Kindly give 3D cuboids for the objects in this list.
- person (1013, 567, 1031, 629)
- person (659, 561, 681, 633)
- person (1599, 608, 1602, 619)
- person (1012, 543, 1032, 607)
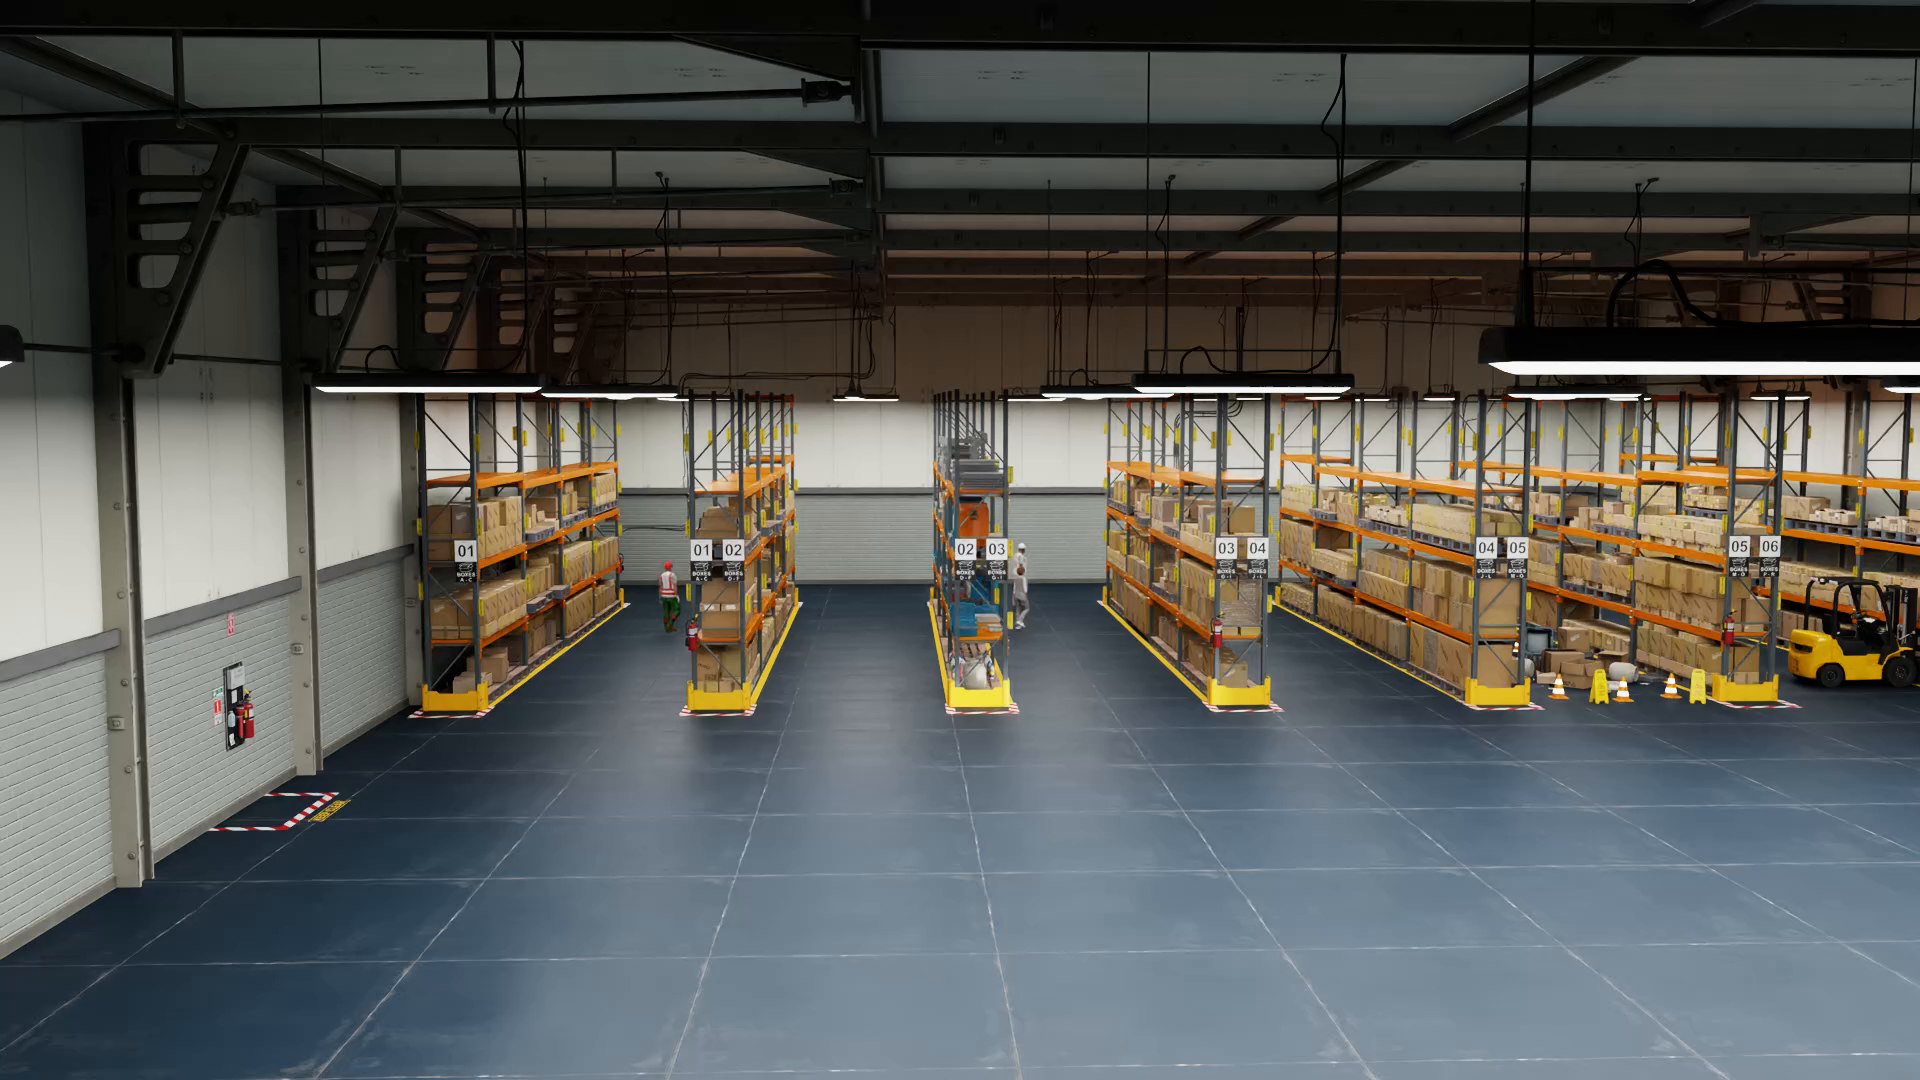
[{"bbox_3d":[1.521,1.472,42.237,0.435,1.600,0.430,4,6,43],"label":"person"},{"bbox_3d":[-7.302,1.439,41.650,0.588,1.792,0.493,2,5,27],"label":"person"},{"bbox_3d":[16.415,1.383,43.157,0.537,1.660,0.449,0,5,-4],"label":"person"},{"bbox_3d":[1.736,1.004,47.071,0.529,1.819,0.624,-2,5,-20],"label":"person"}]
